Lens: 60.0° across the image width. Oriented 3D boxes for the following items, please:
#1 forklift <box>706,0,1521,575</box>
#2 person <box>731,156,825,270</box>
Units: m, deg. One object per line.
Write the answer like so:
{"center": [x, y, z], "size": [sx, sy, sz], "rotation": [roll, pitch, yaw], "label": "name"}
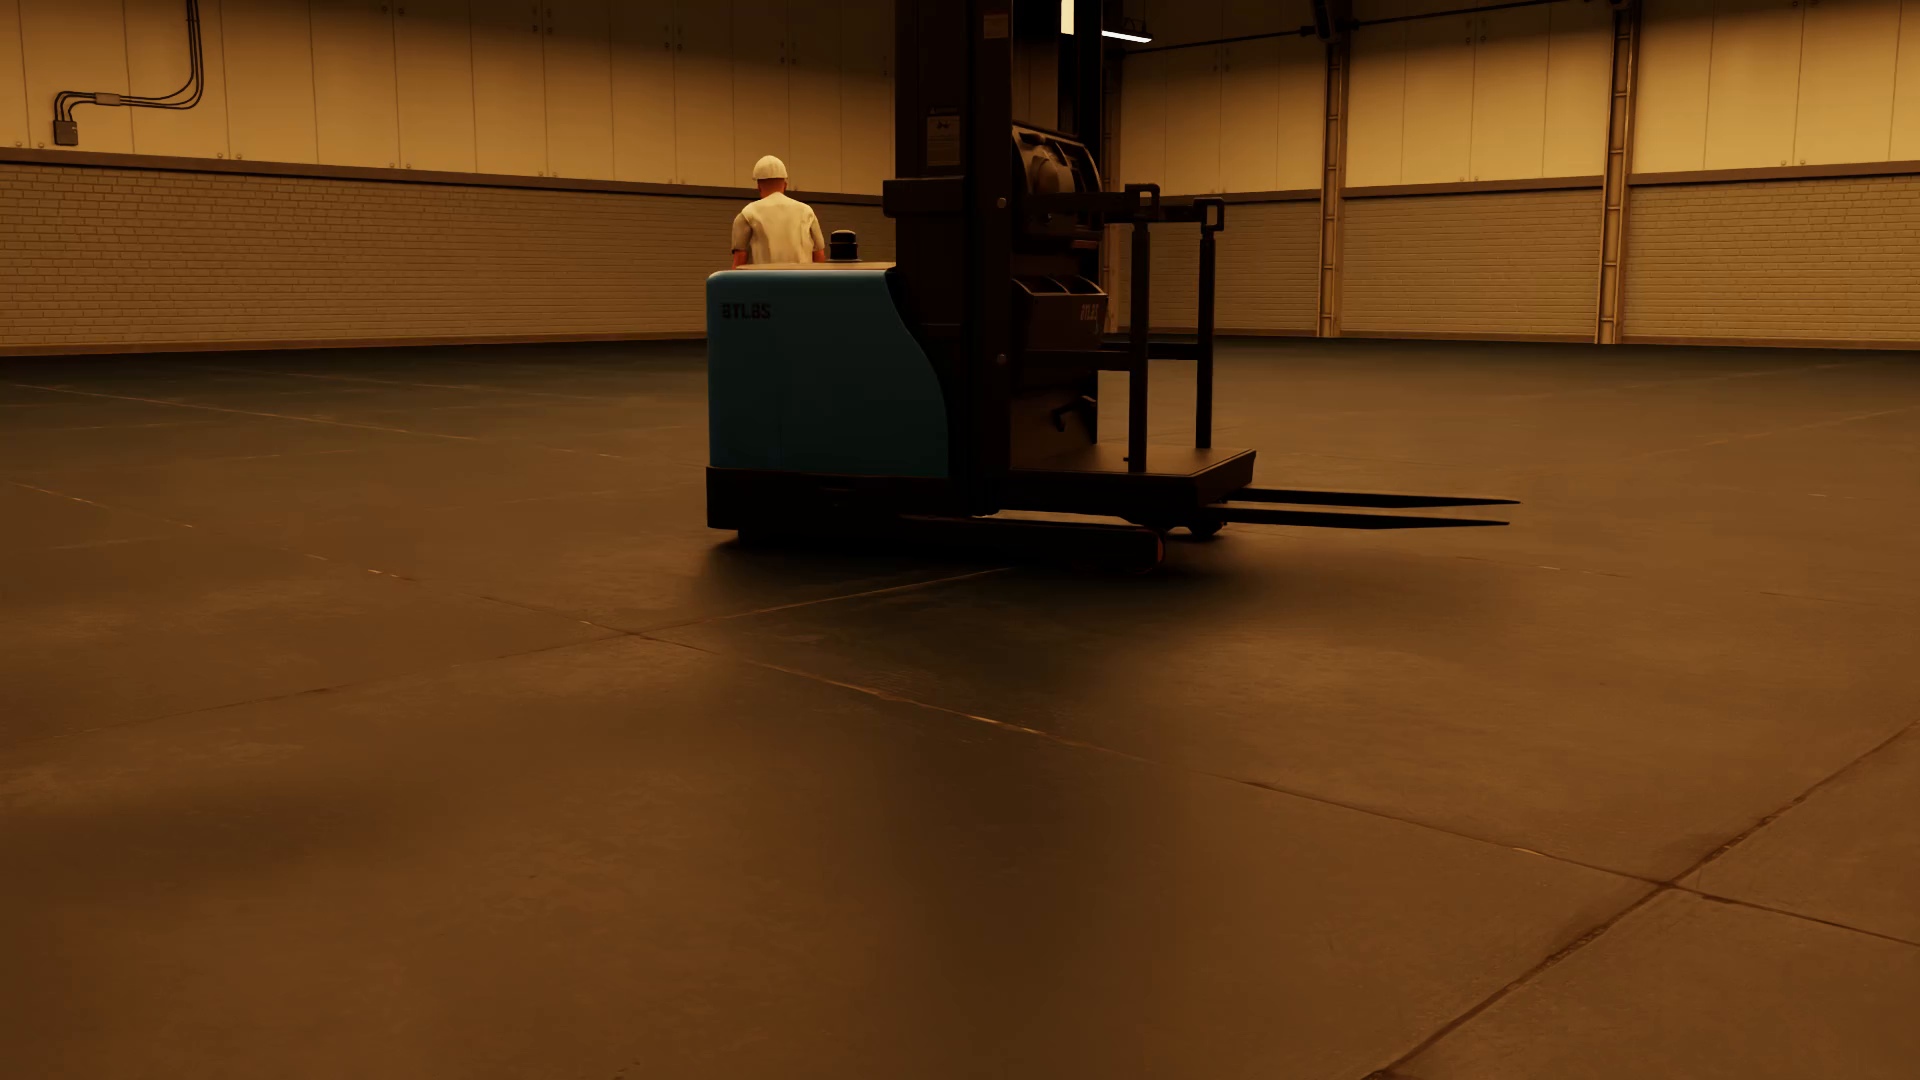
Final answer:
{"center": [0.565, -1.416, 6.275], "size": [3.031, 2.935, 1.130], "rotation": [3, 9, 22], "label": "forklift"}
{"center": [-1.068, -1.363, 9.808], "size": [0.616, 1.778, 0.453], "rotation": [-3, 9, -20], "label": "person"}
